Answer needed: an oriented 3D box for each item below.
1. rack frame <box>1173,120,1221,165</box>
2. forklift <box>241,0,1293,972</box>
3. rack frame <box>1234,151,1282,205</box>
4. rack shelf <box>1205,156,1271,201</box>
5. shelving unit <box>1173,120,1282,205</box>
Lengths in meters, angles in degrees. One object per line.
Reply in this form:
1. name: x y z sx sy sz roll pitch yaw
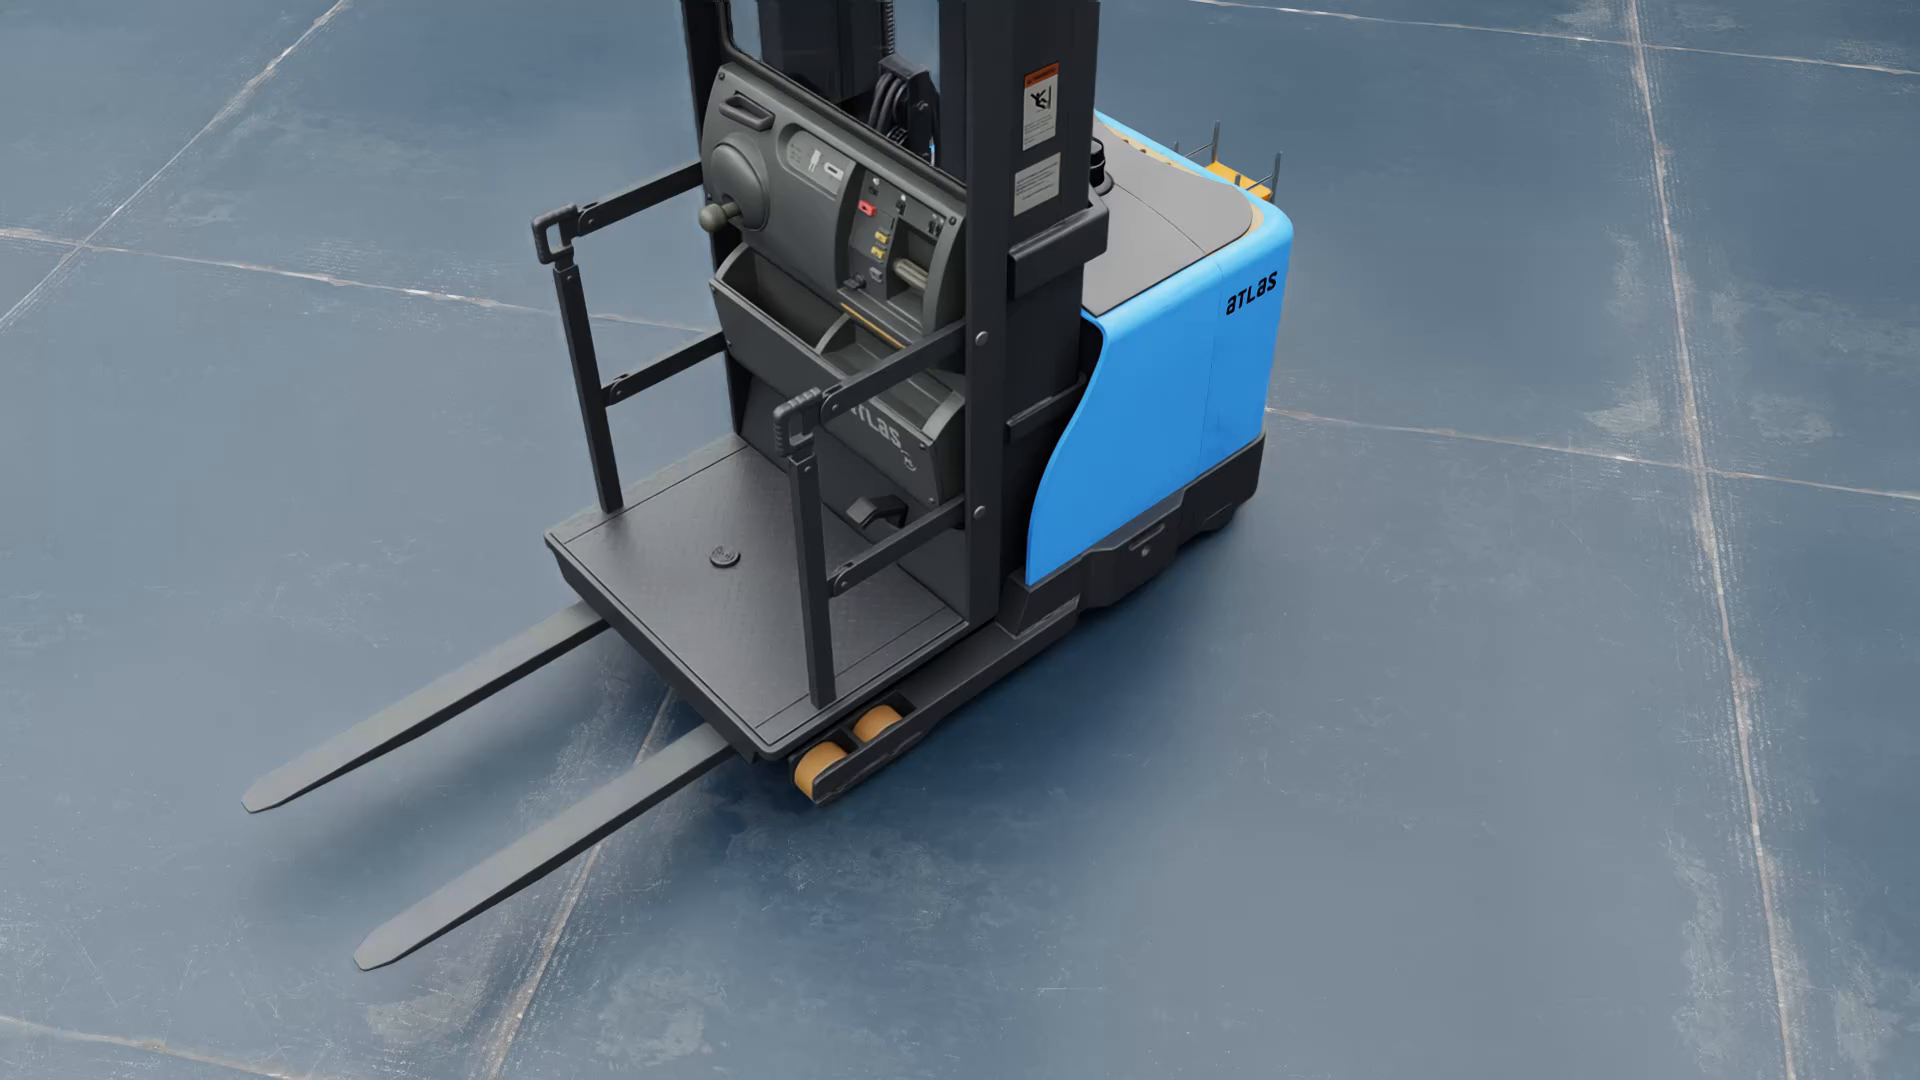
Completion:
1. rack frame: 0.716 -0.855 5.381 0.200 1.050 0.008 -32 52 -29
2. forklift: -0.484 -0.758 3.924 3.031 2.935 1.130 -32 52 -29
3. rack frame: 0.878 -0.728 5.249 0.200 1.050 0.008 -32 52 -29
4. rack shelf: 0.797 -0.988 5.126 0.215 0.259 0.240 -32 52 -29
5. shelving unit: 0.797 -0.791 5.315 0.215 1.050 0.252 -32 52 -29
